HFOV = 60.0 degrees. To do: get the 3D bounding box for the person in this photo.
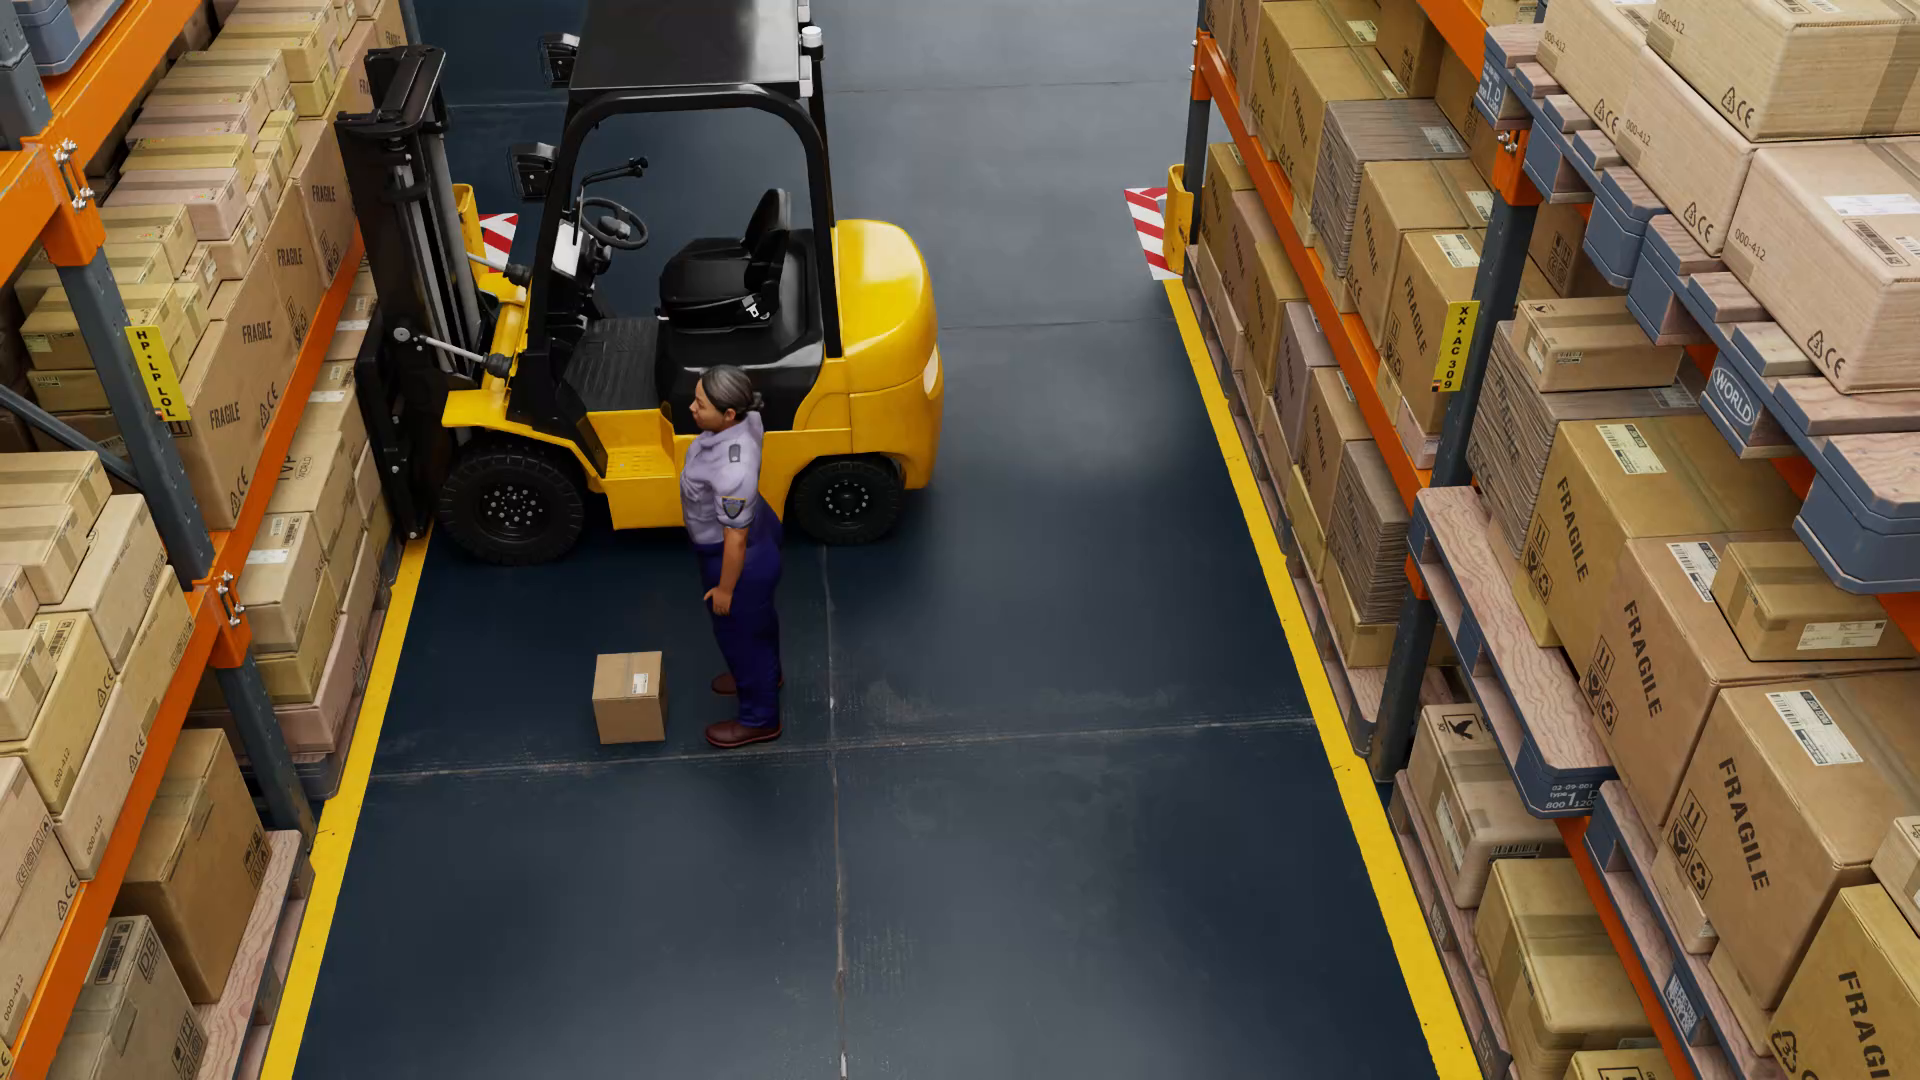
[{"bbox_3d":[-0.827,0.065,6.091,0.357,1.661,0.474,-3,39,-3],"label":"person"}]
